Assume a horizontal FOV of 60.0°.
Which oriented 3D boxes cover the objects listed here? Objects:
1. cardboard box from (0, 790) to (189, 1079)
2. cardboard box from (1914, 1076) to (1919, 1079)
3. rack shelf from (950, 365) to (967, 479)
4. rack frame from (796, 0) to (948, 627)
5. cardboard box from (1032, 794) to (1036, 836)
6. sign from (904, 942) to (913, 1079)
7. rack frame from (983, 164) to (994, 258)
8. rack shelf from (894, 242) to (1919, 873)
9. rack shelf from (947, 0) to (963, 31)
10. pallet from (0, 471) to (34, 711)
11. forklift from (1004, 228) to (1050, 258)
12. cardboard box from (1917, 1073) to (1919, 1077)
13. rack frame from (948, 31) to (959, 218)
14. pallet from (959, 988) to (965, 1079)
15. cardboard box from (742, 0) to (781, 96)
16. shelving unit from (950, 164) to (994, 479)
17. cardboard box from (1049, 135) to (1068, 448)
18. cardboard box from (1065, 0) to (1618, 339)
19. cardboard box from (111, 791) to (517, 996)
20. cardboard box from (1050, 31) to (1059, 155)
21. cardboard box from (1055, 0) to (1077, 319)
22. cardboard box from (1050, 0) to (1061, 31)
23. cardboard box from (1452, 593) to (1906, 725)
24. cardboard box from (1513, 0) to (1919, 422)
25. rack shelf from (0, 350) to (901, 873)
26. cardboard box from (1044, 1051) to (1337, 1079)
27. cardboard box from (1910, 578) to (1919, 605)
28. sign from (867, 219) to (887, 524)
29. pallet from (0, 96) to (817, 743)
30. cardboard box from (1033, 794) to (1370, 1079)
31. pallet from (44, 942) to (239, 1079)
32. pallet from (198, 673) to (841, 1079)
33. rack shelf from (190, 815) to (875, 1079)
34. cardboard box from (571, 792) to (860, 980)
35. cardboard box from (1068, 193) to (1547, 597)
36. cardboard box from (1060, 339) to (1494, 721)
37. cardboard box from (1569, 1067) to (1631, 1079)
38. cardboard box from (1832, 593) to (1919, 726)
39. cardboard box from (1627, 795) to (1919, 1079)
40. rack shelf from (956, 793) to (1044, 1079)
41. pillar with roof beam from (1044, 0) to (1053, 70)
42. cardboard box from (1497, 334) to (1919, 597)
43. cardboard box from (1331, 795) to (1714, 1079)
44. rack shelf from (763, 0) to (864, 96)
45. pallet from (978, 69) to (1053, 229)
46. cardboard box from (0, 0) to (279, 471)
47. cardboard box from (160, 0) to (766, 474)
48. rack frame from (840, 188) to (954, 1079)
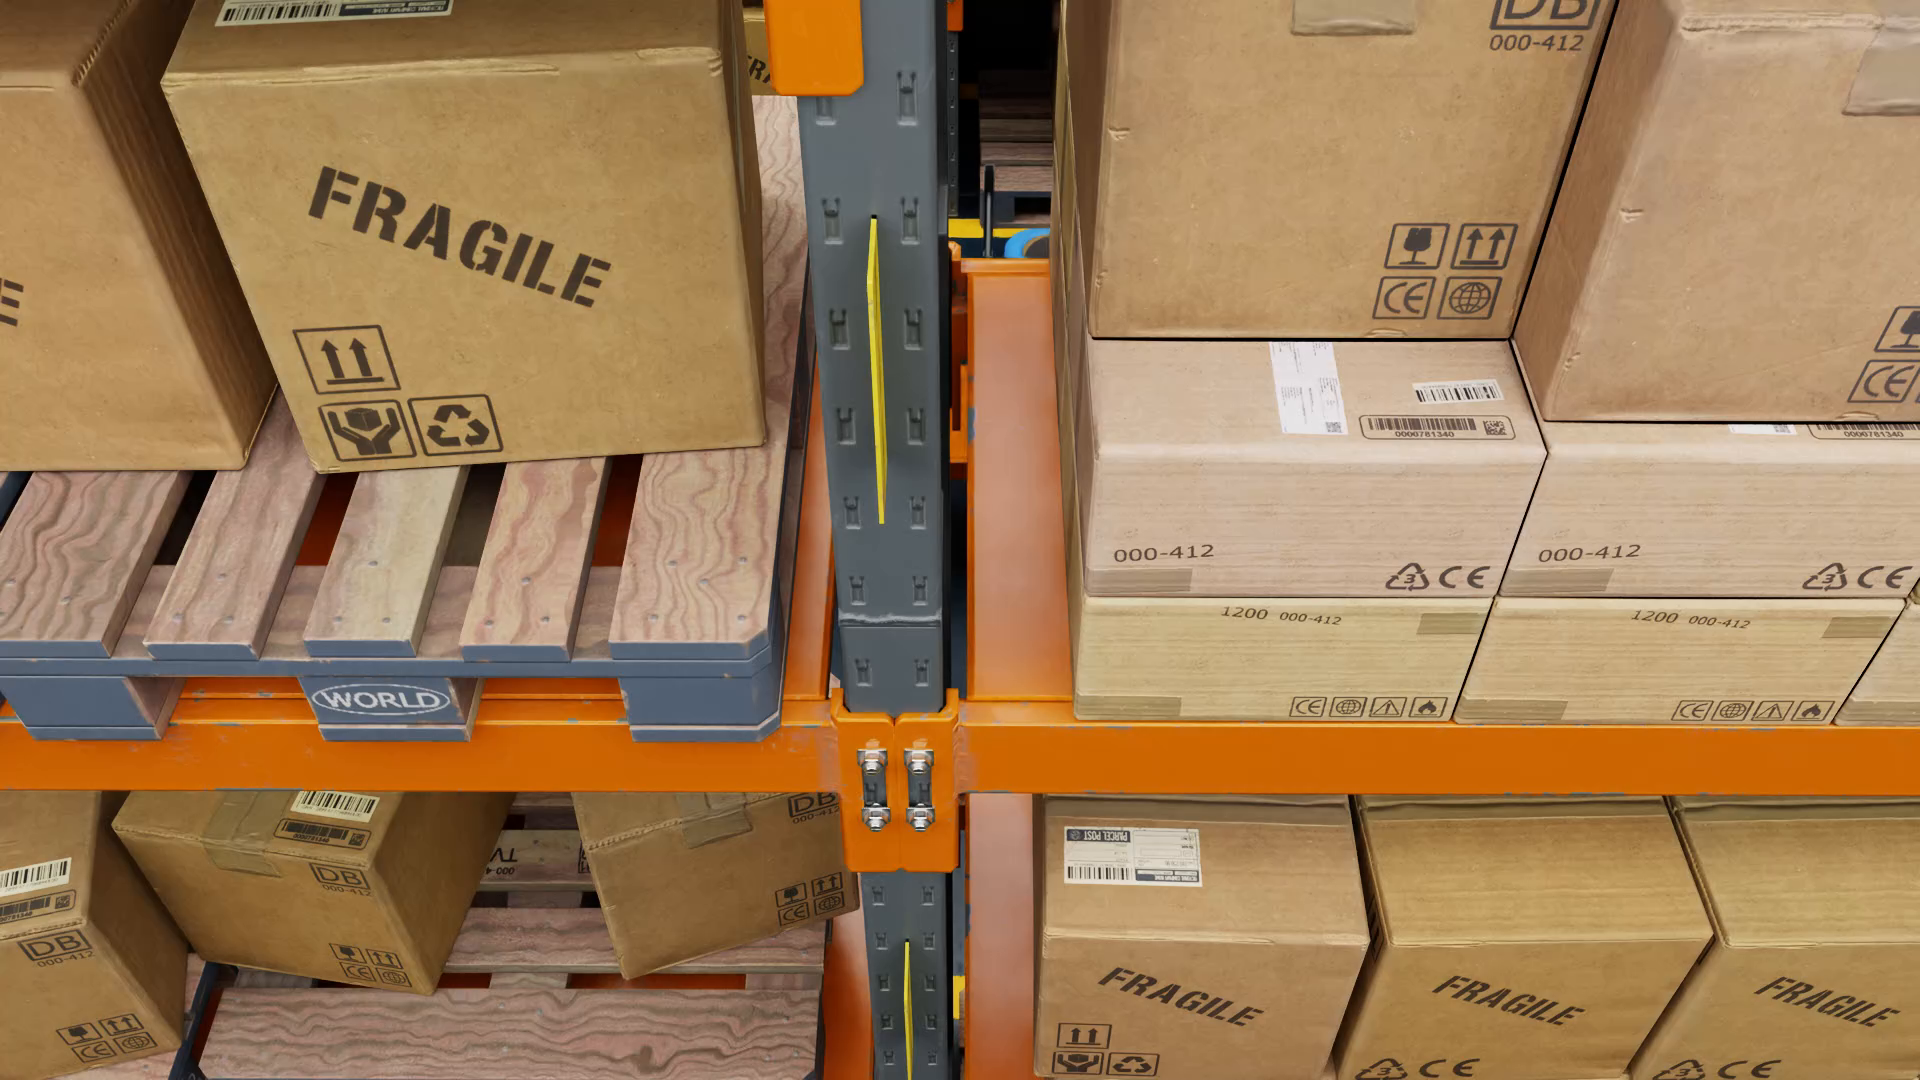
[{"bbox_3d":[-1.851,0.627,3.262,0.500,0.500,0.700,-11,48,-10],"label":"cardboard box"},{"bbox_3d":[1.437,0.932,3.265,0.500,0.500,0.500,0,47,0],"label":"cardboard box"},{"bbox_3d":[-0.419,-0.396,5.840,1.000,0.185,0.538,1,47,1],"label":"rack shelf"},{"bbox_3d":[-0.084,-1.281,1.294,0.127,3.000,1.000,0,47,0],"label":"rack frame"},{"bbox_3d":[0.417,0.543,3.627,0.500,0.500,0.500,1,47,1],"label":"cardboard box"},{"bbox_3d":[-0.083,0.775,2.688,0.005,0.325,0.100,0,47,0],"label":"sign"},{"bbox_3d":[0.089,-0.511,5.701,0.032,1.500,0.500,1,47,1],"label":"rack frame"},{"bbox_3d":[1.916,-0.008,2.650,4.000,0.370,1.077,0,47,0],"label":"rack shelf"},{"bbox_3d":[1.930,-2.612,7.123,4.000,0.370,1.077,0,47,0],"label":"rack shelf"},{"bbox_3d":[-1.773,-0.248,2.511,1.003,0.211,1.213,0,47,0],"label":"pallet"},{"bbox_3d":[1.647,-0.984,5.163,3.031,2.935,1.130,1,47,1],"label":"forklift"},{"bbox_3d":[1.932,0.599,2.891,0.500,0.500,0.500,1,47,1],"label":"cardboard box"},{"bbox_3d":[-0.070,-2.863,6.865,0.127,3.000,1.000,0,47,0],"label":"rack frame"},{"bbox_3d":[0.602,1.716,4.509,1.213,0.211,1.003,0,47,0],"label":"pallet"},{"bbox_3d":[-0.720,-2.180,7.411,0.750,0.750,0.750,1,47,1],"label":"cardboard box"},{"bbox_3d":[-0.410,-0.518,5.708,1.083,1.500,0.587,1,47,1],"label":"shelving unit"},{"bbox_3d":[0.403,-0.401,2.627,0.500,0.250,0.500,0,47,0],"label":"cardboard box"},{"bbox_3d":[0.402,-0.660,2.014,0.500,0.500,0.700,0,47,0],"label":"cardboard box"},{"bbox_3d":[-1.245,0.466,3.412,0.500,0.500,0.700,7,47,6],"label":"cardboard box"},{"bbox_3d":[0.678,-2.077,7.555,0.500,0.500,0.700,1,47,1],"label":"cardboard box"},{"bbox_3d":[0.403,-0.575,2.448,0.500,0.250,0.500,0,47,0],"label":"cardboard box"},{"bbox_3d":[0.534,-2.444,7.453,0.250,0.149,0.380,0,47,0],"label":"cardboard box"},{"bbox_3d":[0.901,-0.021,2.273,0.500,0.250,0.500,0,47,0],"label":"cardboard box"},{"bbox_3d":[0.902,-0.555,1.917,0.500,0.500,0.700,0,47,0],"label":"cardboard box"},{"bbox_3d":[-2.084,-0.019,2.661,4.000,0.370,1.077,0,47,0],"label":"rack shelf"},{"bbox_3d":[0.424,0.930,3.267,0.500,0.500,0.500,1,47,1],"label":"cardboard box"},{"bbox_3d":[1.401,-0.185,2.084,0.500,0.250,0.500,0,47,0],"label":"cardboard box"},{"bbox_3d":[-0.083,-0.163,1.681,0.005,0.325,0.100,0,47,0],"label":"sign"},{"bbox_3d":[-0.736,-0.248,2.511,1.003,0.211,1.213,0,47,0],"label":"pallet"},{"bbox_3d":[0.386,0.596,2.895,0.500,0.500,0.500,1,47,1],"label":"cardboard box"},{"bbox_3d":[-2.140,0.820,3.569,1.213,0.211,1.003,0,47,0],"label":"pallet"},{"bbox_3d":[-0.883,0.747,3.637,1.213,0.211,1.003,0,47,0],"label":"pallet"},{"bbox_3d":[-2.084,1.003,3.759,4.000,0.370,1.077,0,47,0],"label":"rack shelf"},{"bbox_3d":[-0.557,0.421,3.453,0.500,0.500,0.700,-14,49,-13],"label":"cardboard box"},{"bbox_3d":[0.401,-0.195,2.094,0.500,0.250,0.500,0,47,0],"label":"cardboard box"},{"bbox_3d":[0.401,-0.025,2.277,0.500,0.250,0.500,0,47,0],"label":"cardboard box"},{"bbox_3d":[0.936,0.929,3.268,0.500,0.500,0.500,1,47,1],"label":"cardboard box"},{"bbox_3d":[1.401,-0.018,2.271,0.500,0.250,0.500,0,47,0],"label":"cardboard box"},{"bbox_3d":[1.416,0.599,2.892,0.500,0.500,0.500,-1,47,-1],"label":"cardboard box"},{"bbox_3d":[1.916,1.014,3.748,4.000,0.370,1.077,0,47,0],"label":"rack shelf"},{"bbox_3d":[0.618,-2.387,2.324,0.400,9.000,9.100,0,47,0],"label":"pillar with roof beam"},{"bbox_3d":[0.901,-0.195,2.094,0.500,0.250,0.500,0,47,0],"label":"cardboard box"},{"bbox_3d":[0.902,0.597,2.894,0.500,0.500,0.500,-1,47,-1],"label":"cardboard box"},{"bbox_3d":[-2.084,-0.905,1.709,4.000,0.370,1.077,0,47,0],"label":"rack shelf"},{"bbox_3d":[0.691,-1.853,7.831,1.213,0.211,1.003,0,47,0],"label":"pallet"},{"bbox_3d":[-1.256,-0.510,2.203,0.600,0.600,0.600,0,47,0],"label":"cardboard box"},{"bbox_3d":[-0.588,-0.525,2.217,0.600,0.600,0.600,-4,47,-4],"label":"cardboard box"},{"bbox_3d":[-0.084,0.763,3.490,0.127,3.000,1.000,0,47,0],"label":"rack frame"}]
